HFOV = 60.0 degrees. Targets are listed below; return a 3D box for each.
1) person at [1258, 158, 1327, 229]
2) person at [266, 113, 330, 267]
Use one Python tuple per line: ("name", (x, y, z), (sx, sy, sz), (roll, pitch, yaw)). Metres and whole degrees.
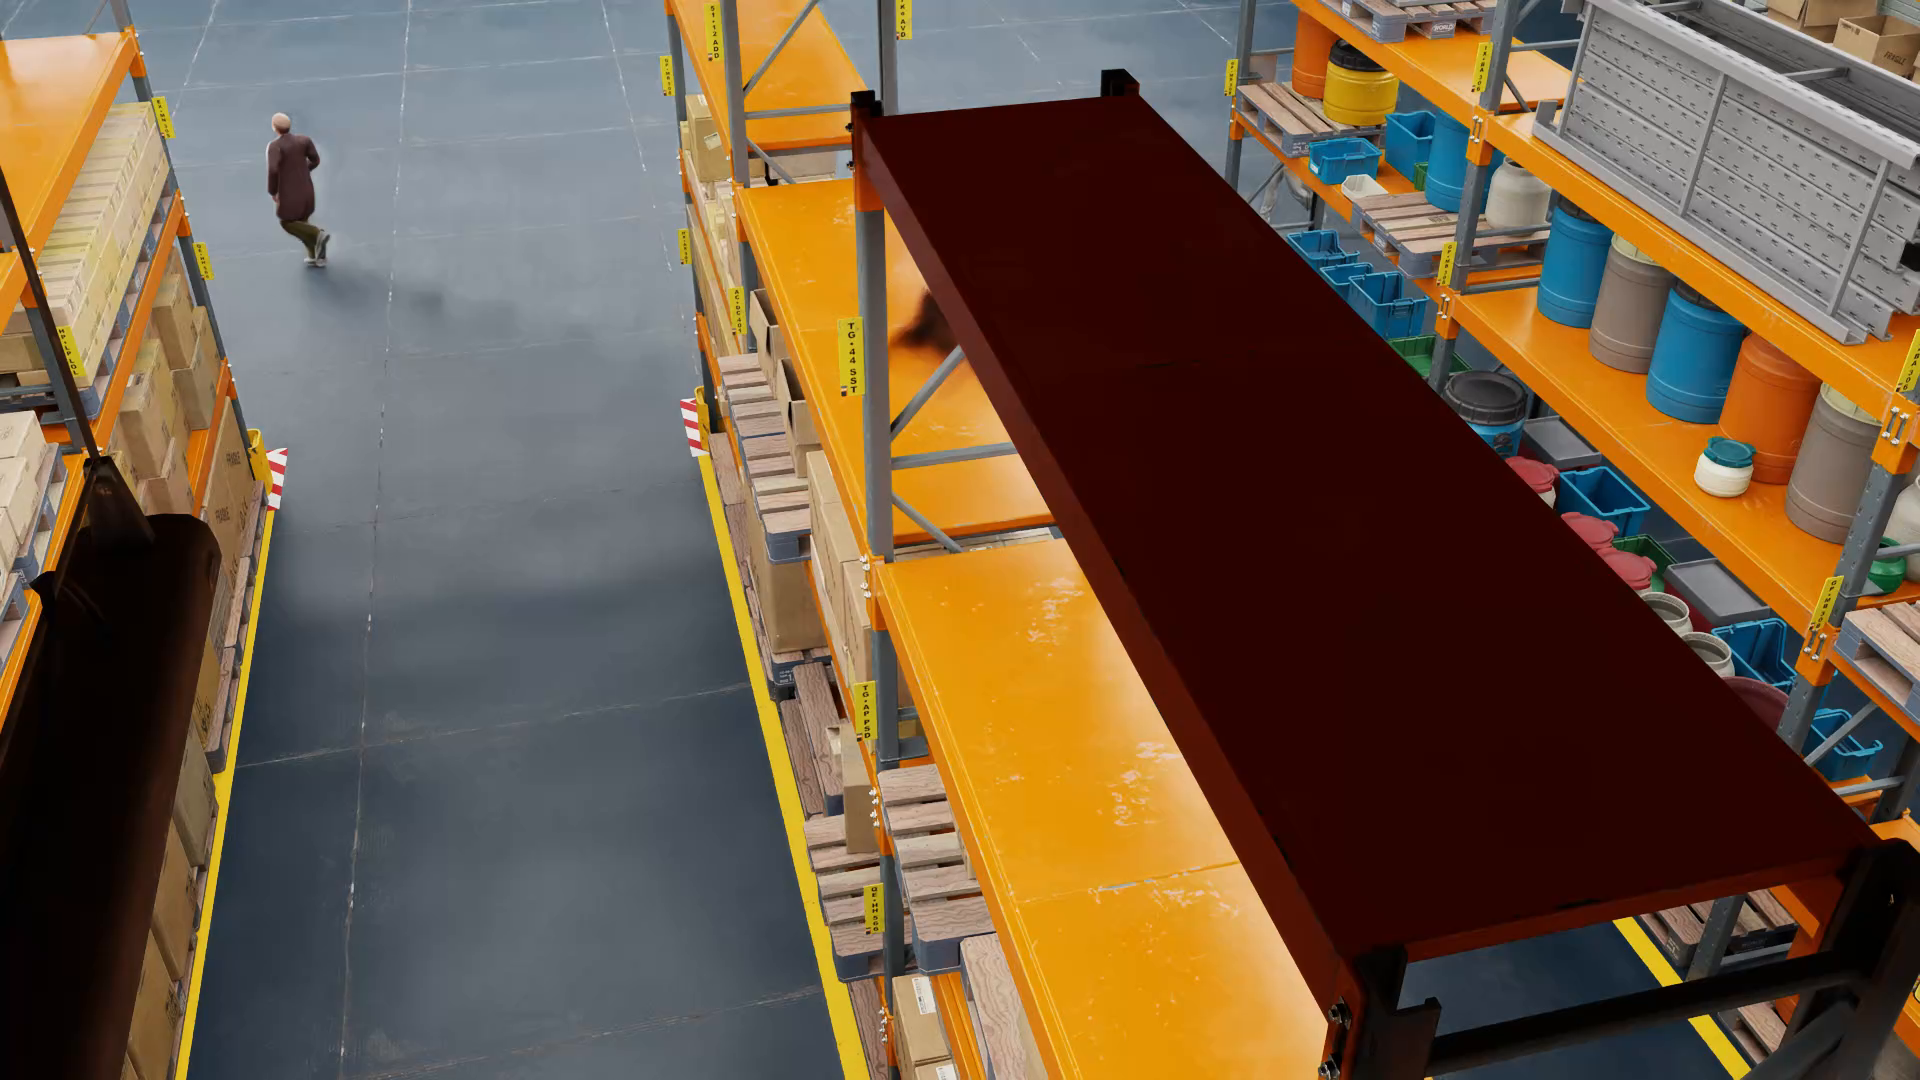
("person", (3.786, -4.353, 18.907), (0.926, 1.699, 0.500), (7, 35, 10))
("person", (-7.197, -3.768, 18.078), (0.702, 1.751, 0.736), (19, 39, 25))
